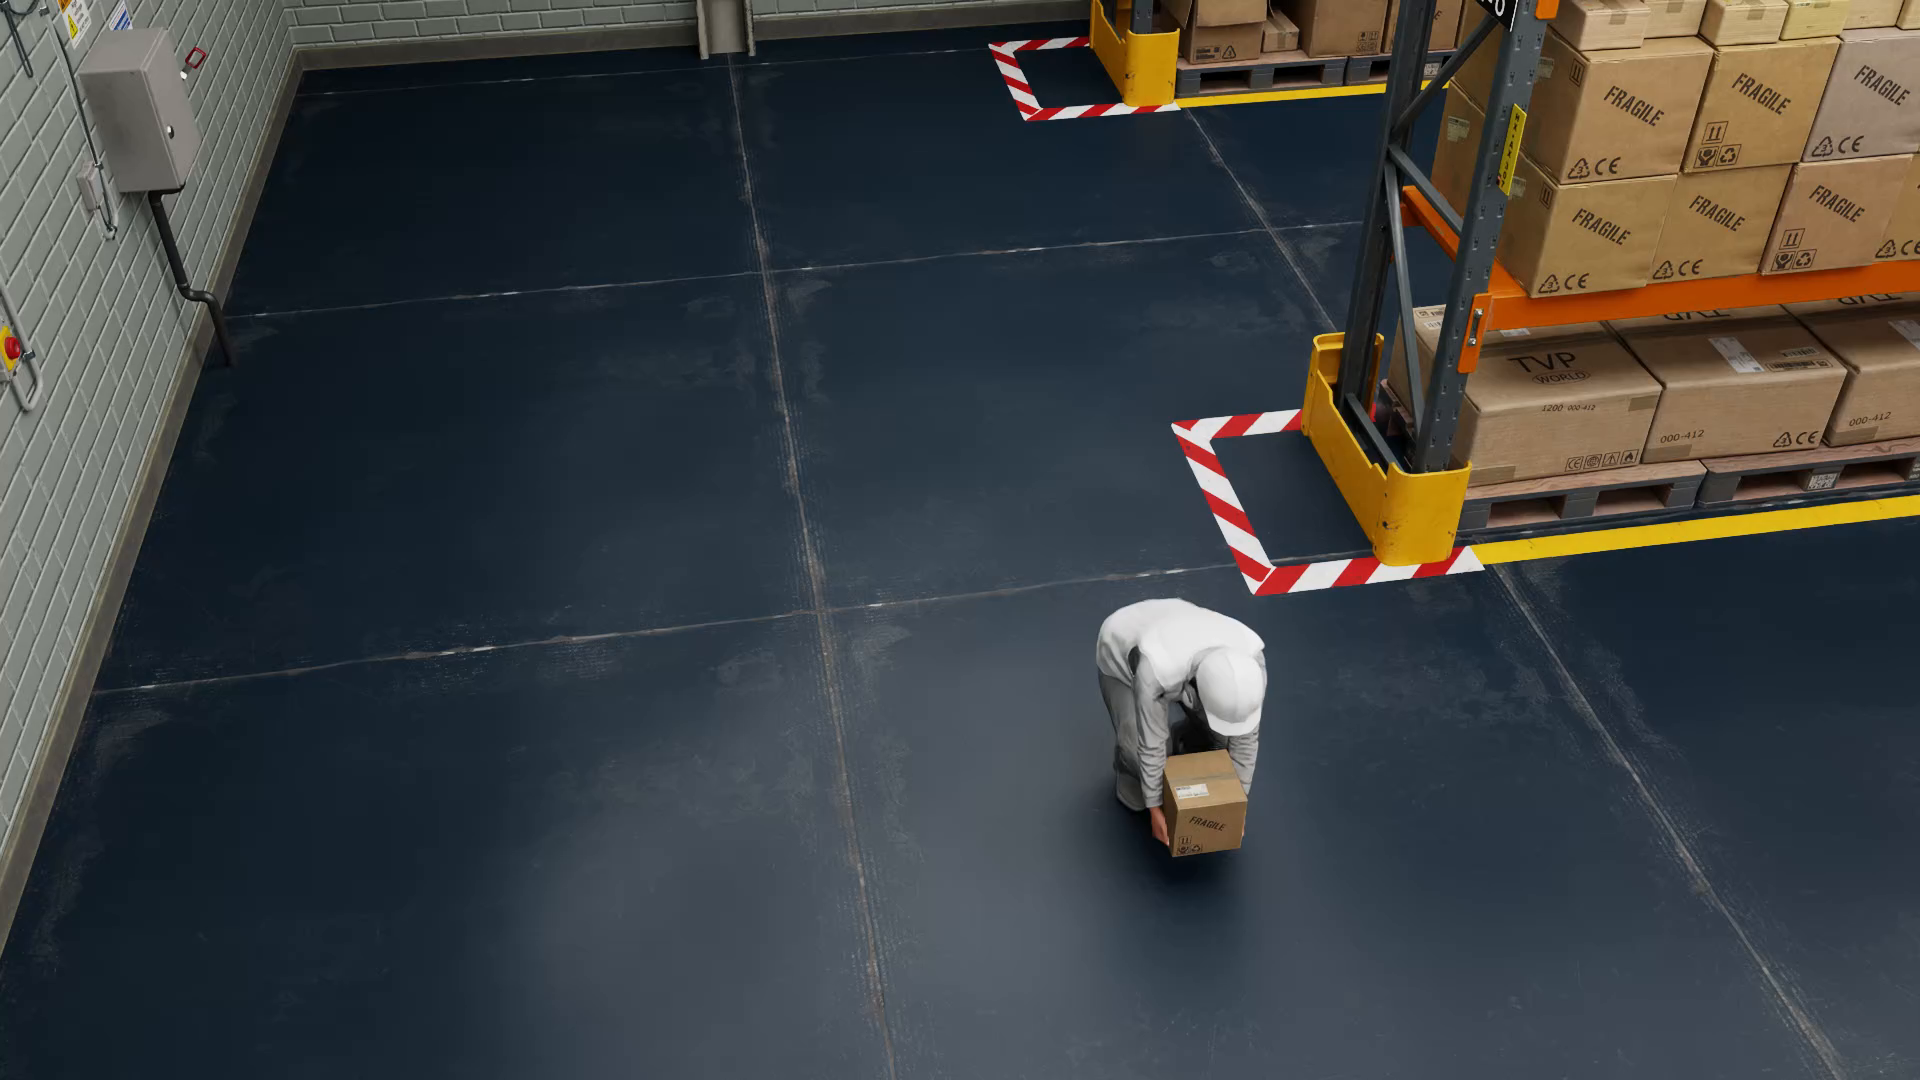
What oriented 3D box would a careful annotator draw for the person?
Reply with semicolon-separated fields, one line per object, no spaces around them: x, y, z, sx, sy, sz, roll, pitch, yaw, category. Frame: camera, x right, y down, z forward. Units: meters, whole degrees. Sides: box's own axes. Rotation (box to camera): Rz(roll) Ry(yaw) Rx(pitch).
0.805;0.586;6.018;0.503;1.008;0.892;-7;39;-9;person
